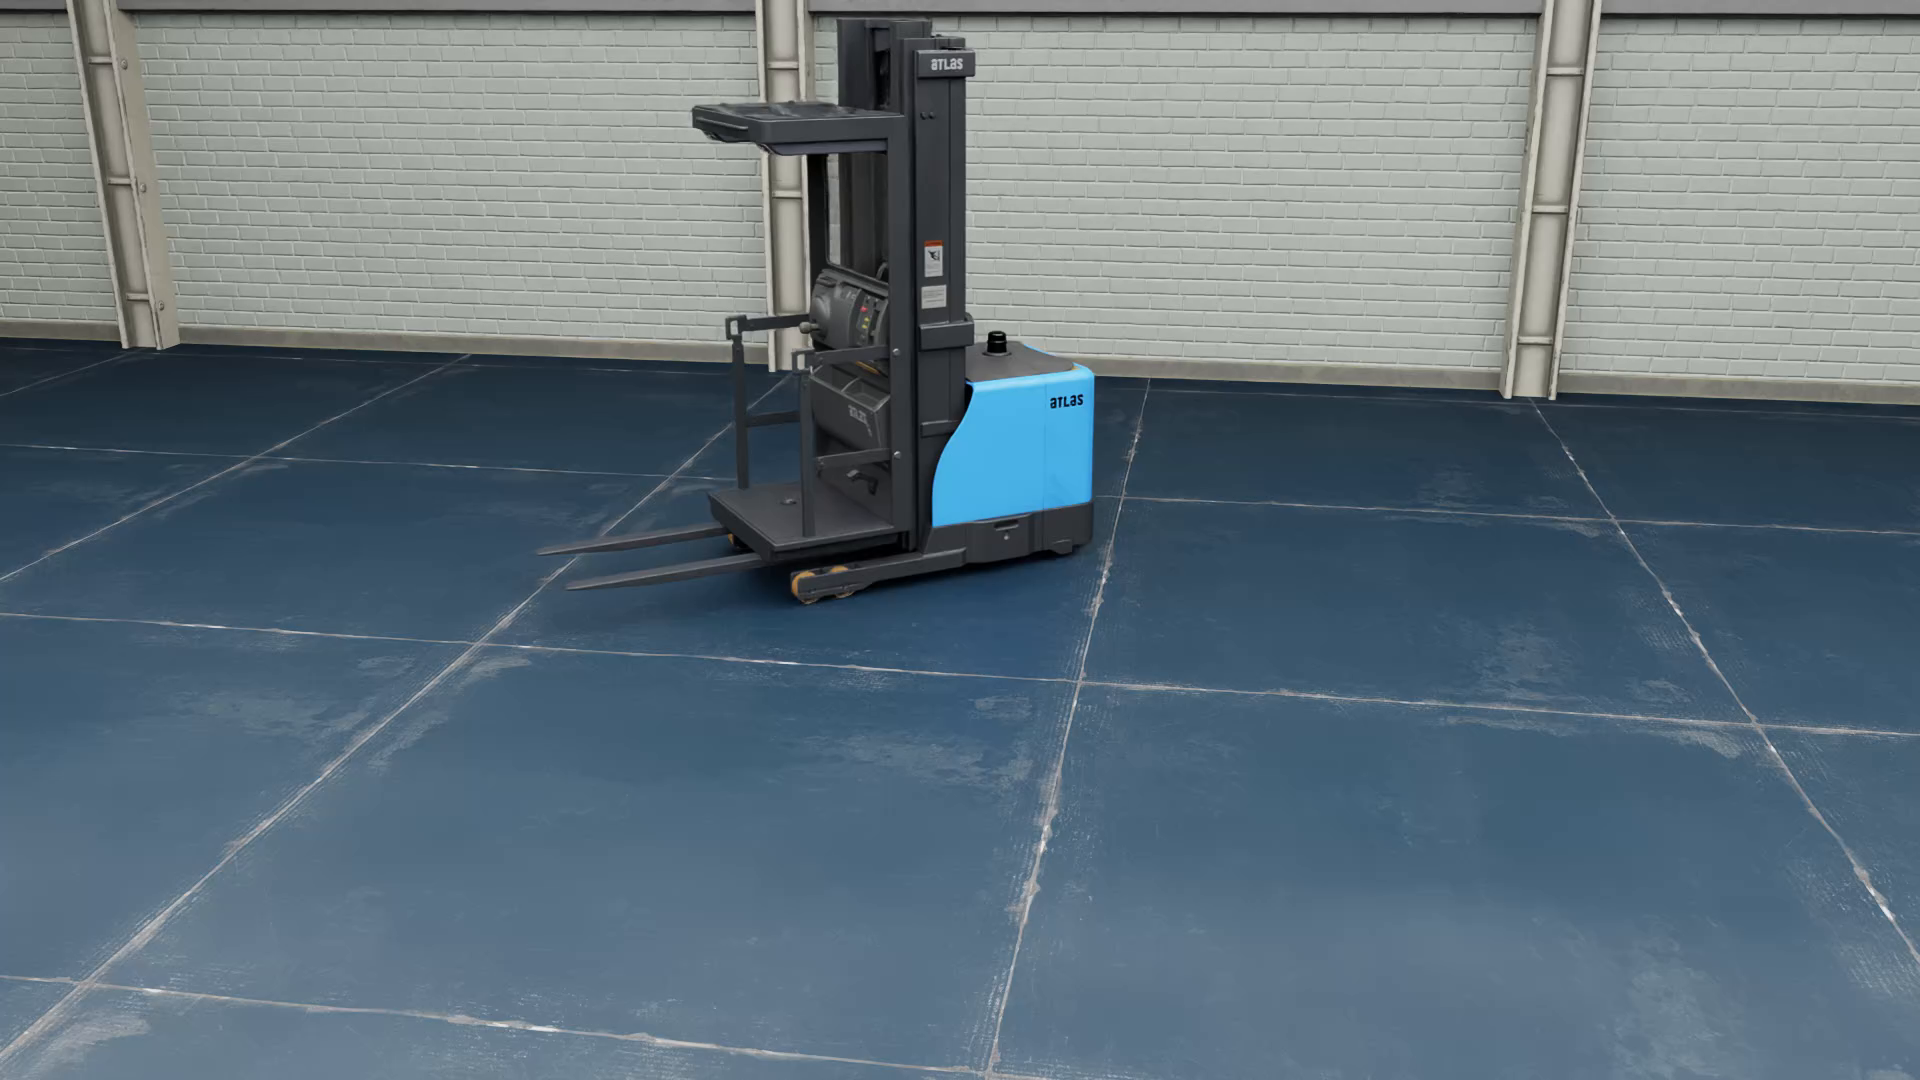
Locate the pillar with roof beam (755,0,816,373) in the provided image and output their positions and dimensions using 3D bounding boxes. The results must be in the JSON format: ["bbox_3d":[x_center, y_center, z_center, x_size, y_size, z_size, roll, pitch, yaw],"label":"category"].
[{"bbox_3d":[-2.082,-4.382,8.717,0.400,9.000,9.100,3,19,9],"label":"pillar with roof beam"}]

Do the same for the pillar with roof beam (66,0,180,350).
[{"bbox_3d":[-8.006,-4.684,9.620,0.400,9.000,9.100,3,19,9],"label":"pillar with roof beam"}]

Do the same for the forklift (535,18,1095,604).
[{"bbox_3d":[-0.782,-1.245,8.904,3.031,2.935,1.130,-9,21,-26],"label":"forklift"}]

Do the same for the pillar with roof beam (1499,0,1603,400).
[{"bbox_3d":[3.842,-4.080,7.815,0.400,9.000,9.100,3,19,9],"label":"pillar with roof beam"}]
